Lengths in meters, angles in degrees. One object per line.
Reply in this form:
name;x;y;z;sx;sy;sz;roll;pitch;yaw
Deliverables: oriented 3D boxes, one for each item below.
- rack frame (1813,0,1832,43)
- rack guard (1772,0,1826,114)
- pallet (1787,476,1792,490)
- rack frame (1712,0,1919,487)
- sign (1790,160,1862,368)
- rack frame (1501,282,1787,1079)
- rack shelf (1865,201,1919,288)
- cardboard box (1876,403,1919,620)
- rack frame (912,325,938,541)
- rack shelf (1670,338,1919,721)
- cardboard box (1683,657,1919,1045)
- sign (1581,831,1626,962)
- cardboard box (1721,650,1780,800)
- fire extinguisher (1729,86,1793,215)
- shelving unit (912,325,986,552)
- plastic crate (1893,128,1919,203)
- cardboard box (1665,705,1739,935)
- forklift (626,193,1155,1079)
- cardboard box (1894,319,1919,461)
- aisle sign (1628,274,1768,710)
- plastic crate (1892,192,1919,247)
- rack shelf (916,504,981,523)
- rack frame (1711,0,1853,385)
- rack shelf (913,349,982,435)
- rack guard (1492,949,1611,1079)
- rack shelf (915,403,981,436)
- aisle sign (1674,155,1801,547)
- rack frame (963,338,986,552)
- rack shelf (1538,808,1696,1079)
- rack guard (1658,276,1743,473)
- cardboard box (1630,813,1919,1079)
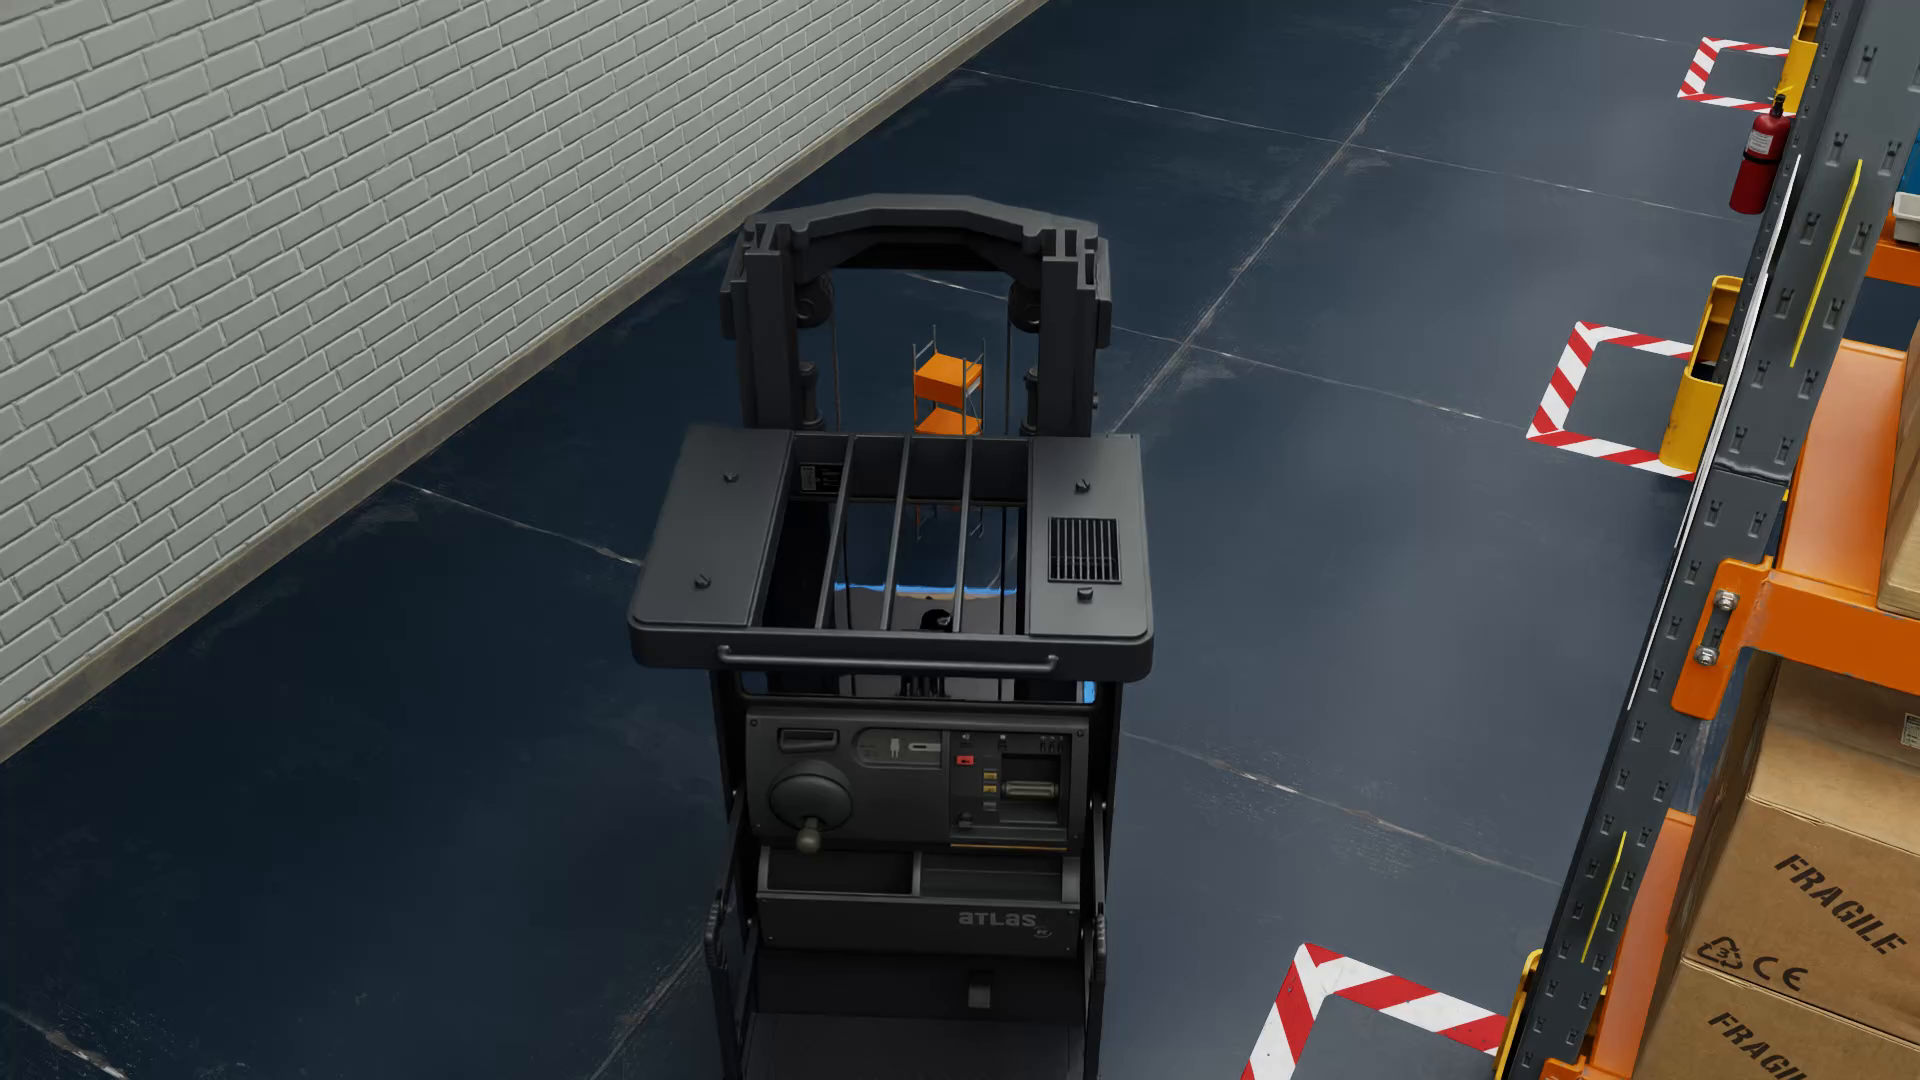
rack frame;6.181;-4.501;11.199;0.127;3.000;1.000;17;41;21
rack guard;6.160;-3.512;11.964;0.348;0.500;1.175;17;41;21
pallet;4.618;-0.481;8.209;1.213;0.211;1.003;17;41;21
rack frame;1.622;-1.573;2.380;0.127;3.000;1.000;17;41;21
sign;1.373;-0.435;2.639;0.005;0.325;0.100;17;41;21
rack frame;1.622;0.816;4.194;0.127;3.000;1.000;17;41;21
rack shelf;5.680;-0.999;7.181;4.000;0.370;1.077;17;41;21
cardboard box;1.962;-0.039;2.964;0.500;0.250;0.500;17;41;21
rack frame;-0.156;-0.467;7.497;0.008;1.050;0.200;17;41;21
rack shelf;3.398;0.464;2.772;4.000;0.370;1.077;17;41;21
cardboard box;1.895;0.643;3.512;0.500;0.500;0.500;19;41;23
sign;1.373;0.763;3.548;0.005;0.325;0.100;17;41;21
cardboard box;2.144;0.354;3.893;0.500;0.500;0.500;17;40;21
fire extinguisher;3.979;-1.949;8.209;0.183;0.674;0.296;17;41;21
shelving unit;-0.047;-0.433;7.452;0.252;1.050;0.215;17;41;21
plastic crate;4.287;-1.887;7.676;0.499;0.435;0.616;17;41;21
cardboard box;2.145;0.755;4.192;0.500;0.500;0.500;19;41;23
forklift;-0.126;0.734;4.359;1.130;2.935;3.031;2;37;2
cardboard box;2.200;-0.317;3.330;0.500;0.250;0.500;17;41;21
aisle sign;1.427;-0.081;3.225;0.004;0.787;0.394;17;41;21
plastic crate;4.218;-1.382;7.258;0.298;0.136;0.250;17;41;21
rack shelf;-0.047;-0.203;7.627;0.240;0.259;0.215;17;41;21
rack frame;3.904;-1.842;7.696;0.127;3.000;1.000;17;41;21
rack shelf;-0.047;-0.651;7.287;0.240;0.259;0.215;17;41;21
rack guard;1.690;1.833;4.922;0.348;0.500;1.175;17;41;21
rack shelf;-0.047;-0.425;7.459;0.240;0.259;0.215;17;41;21
aisle sign;1.703;-0.403;3.649;0.004;0.787;0.394;17;41;21
rack frame;0.061;-0.399;7.407;0.008;1.050;0.200;17;41;21
rack shelf;3.398;1.659;3.679;4.000;0.370;1.077;17;41;21
rack guard;3.876;-0.846;8.451;0.348;0.500;1.175;17;41;21
cardboard box;1.895;1.041;3.814;0.500;0.500;0.500;18;41;22
